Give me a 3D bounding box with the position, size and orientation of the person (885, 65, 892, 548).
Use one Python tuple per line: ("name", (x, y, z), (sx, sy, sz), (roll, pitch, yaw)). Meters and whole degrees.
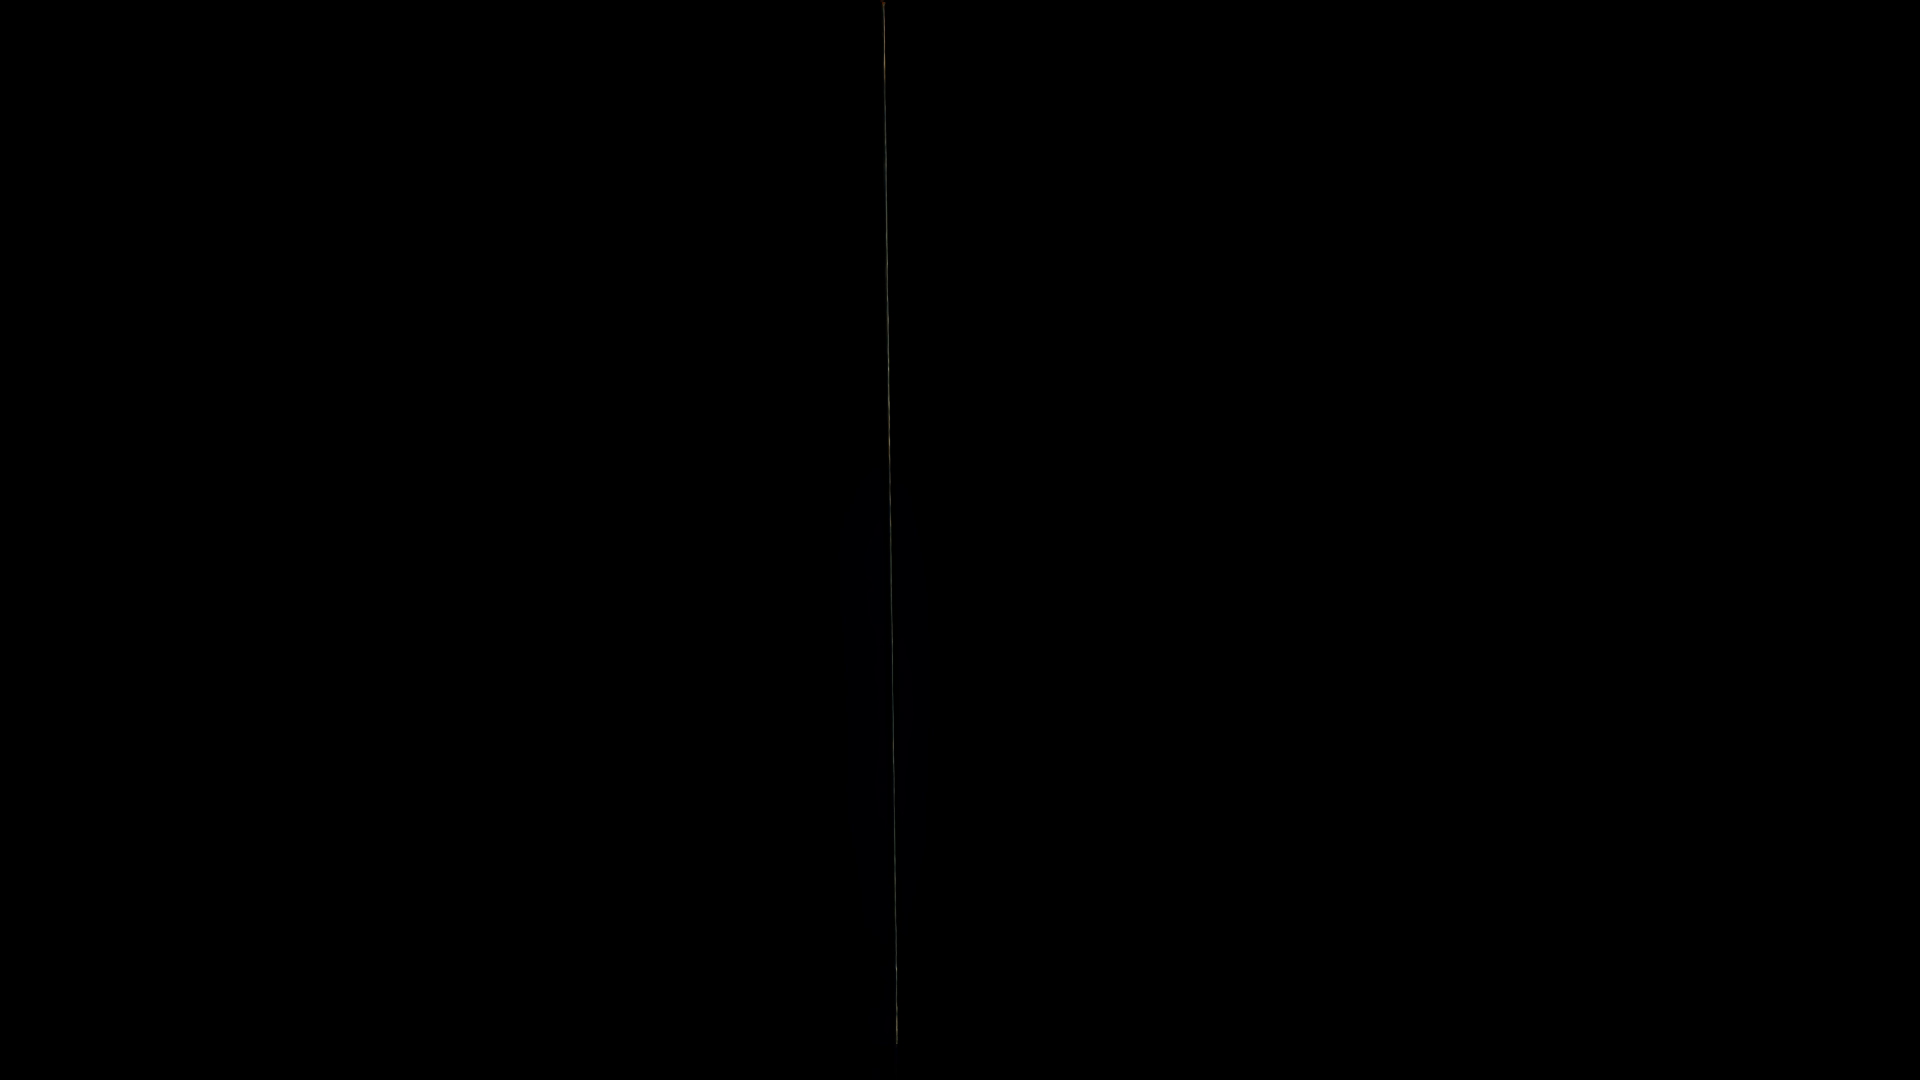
("person", (-0.067, -0.819, 3.127), (0.533, 1.696, 0.588), (1, 17, 2))
